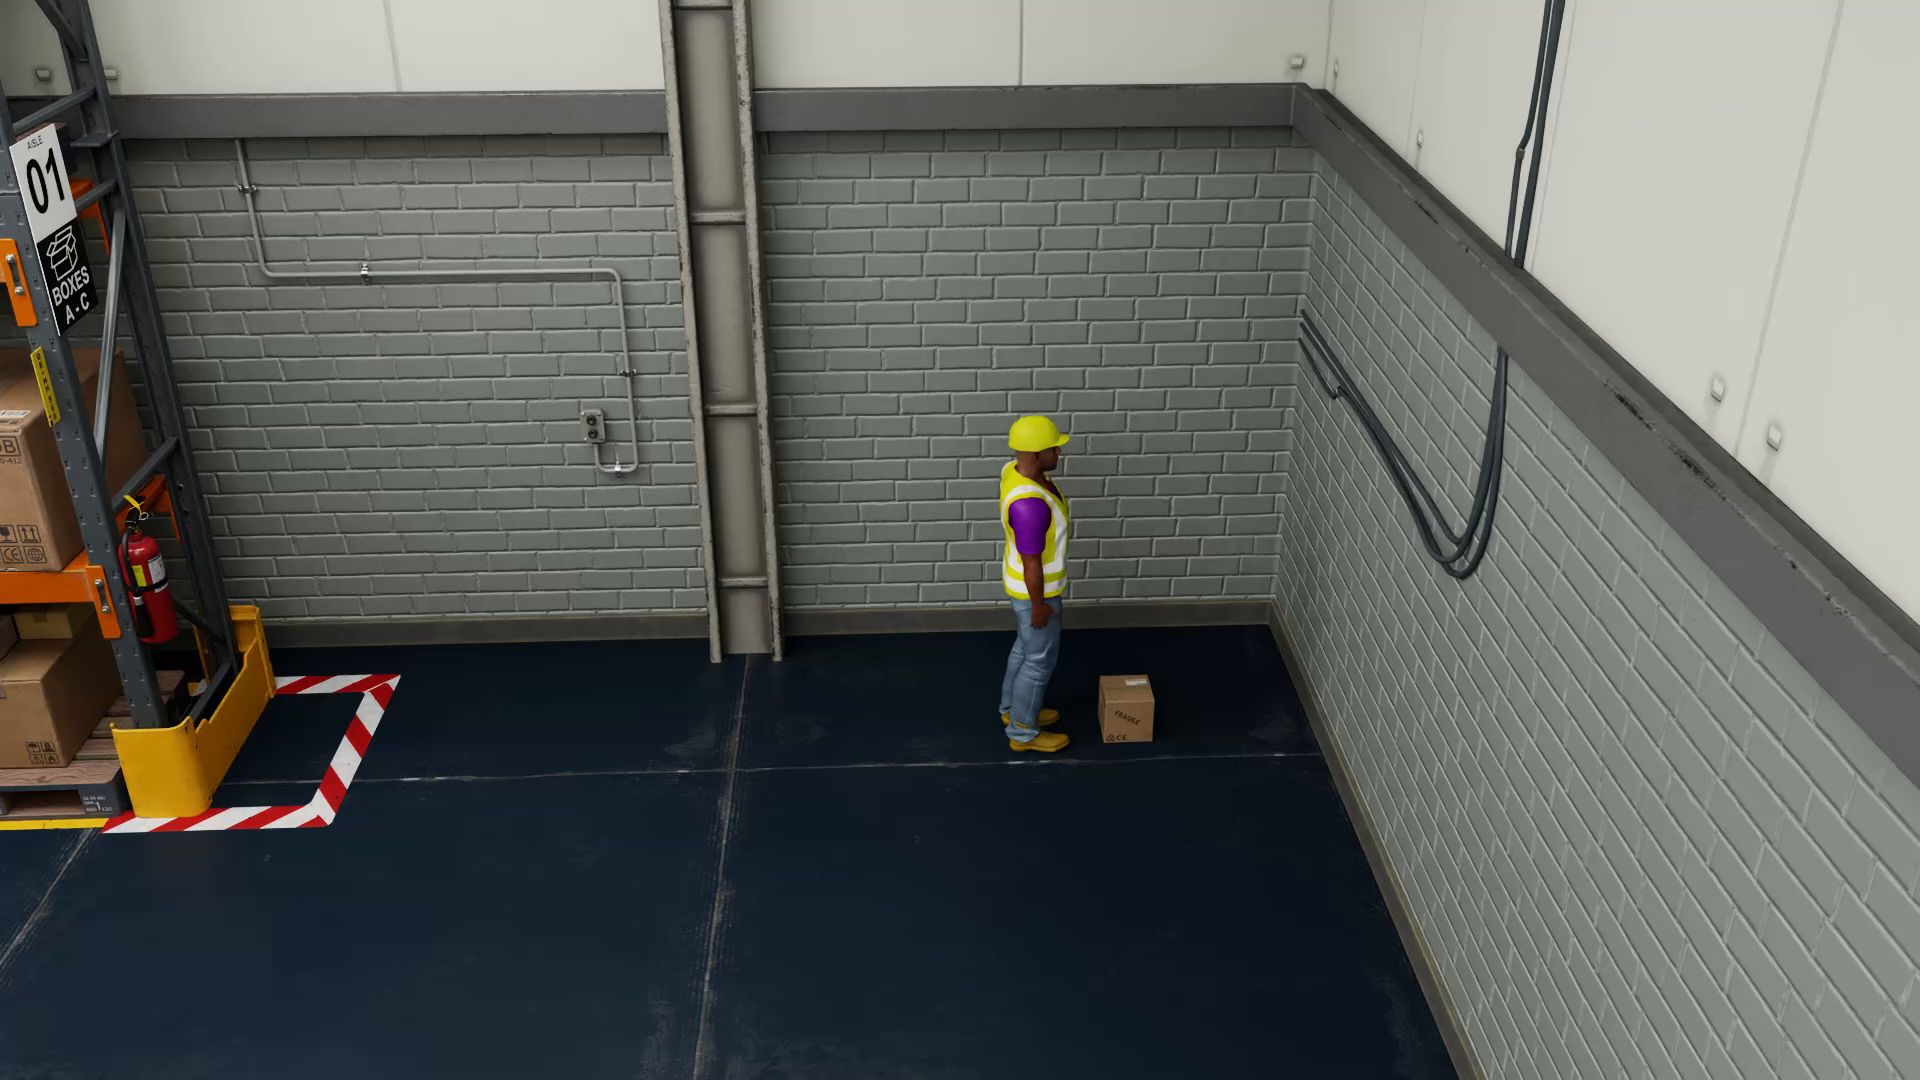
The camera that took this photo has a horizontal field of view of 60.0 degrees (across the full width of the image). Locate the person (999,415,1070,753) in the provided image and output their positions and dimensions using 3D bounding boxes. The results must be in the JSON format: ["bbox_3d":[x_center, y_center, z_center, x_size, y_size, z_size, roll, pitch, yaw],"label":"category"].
[{"bbox_3d":[0.373,0.209,8.200,0.367,1.766,0.562,-1,27,-1],"label":"person"}]
